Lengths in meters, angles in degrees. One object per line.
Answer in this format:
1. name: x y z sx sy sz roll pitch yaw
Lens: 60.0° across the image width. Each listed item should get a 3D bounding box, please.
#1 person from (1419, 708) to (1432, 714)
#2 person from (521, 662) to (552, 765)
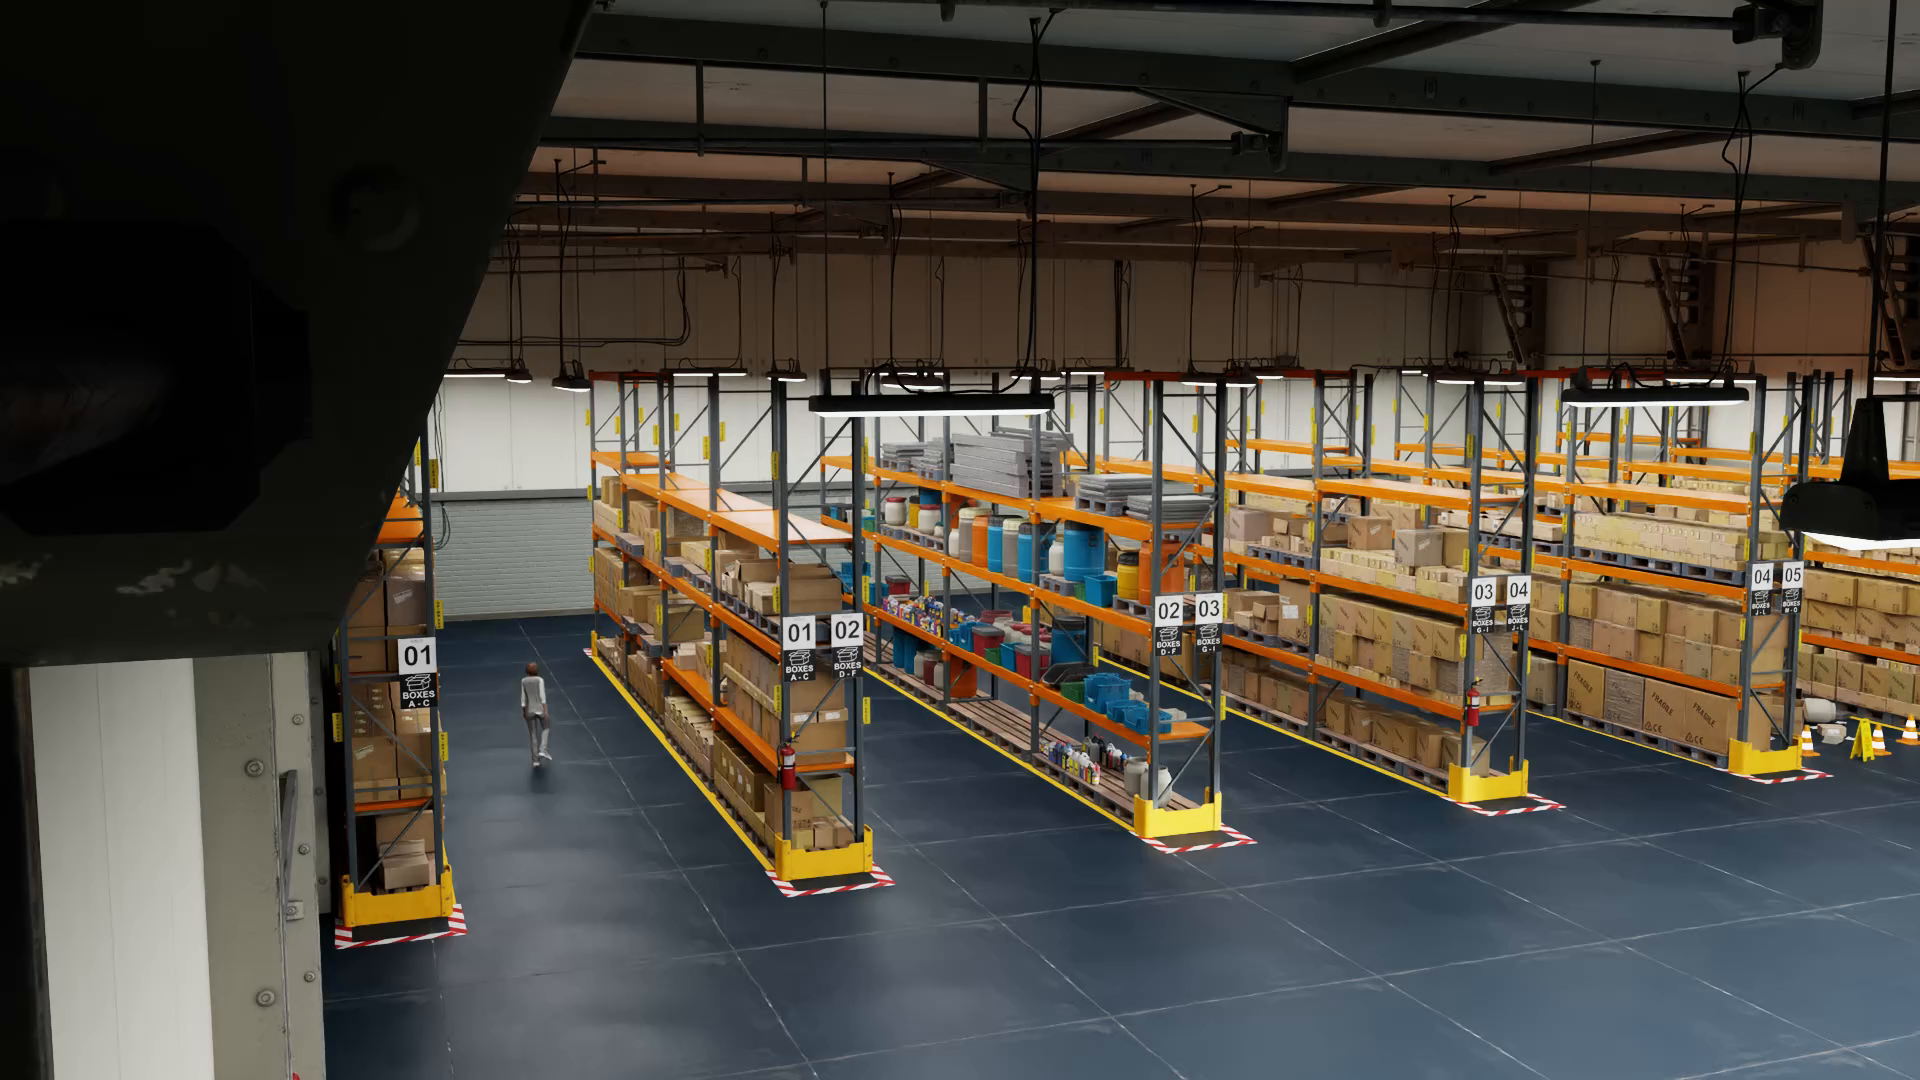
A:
1. person: 8.350 2.214 29.286 0.567 1.722 0.552 -2 7 -17
2. person: -6.549 2.672 25.653 0.446 1.583 0.469 -1 6 -9
